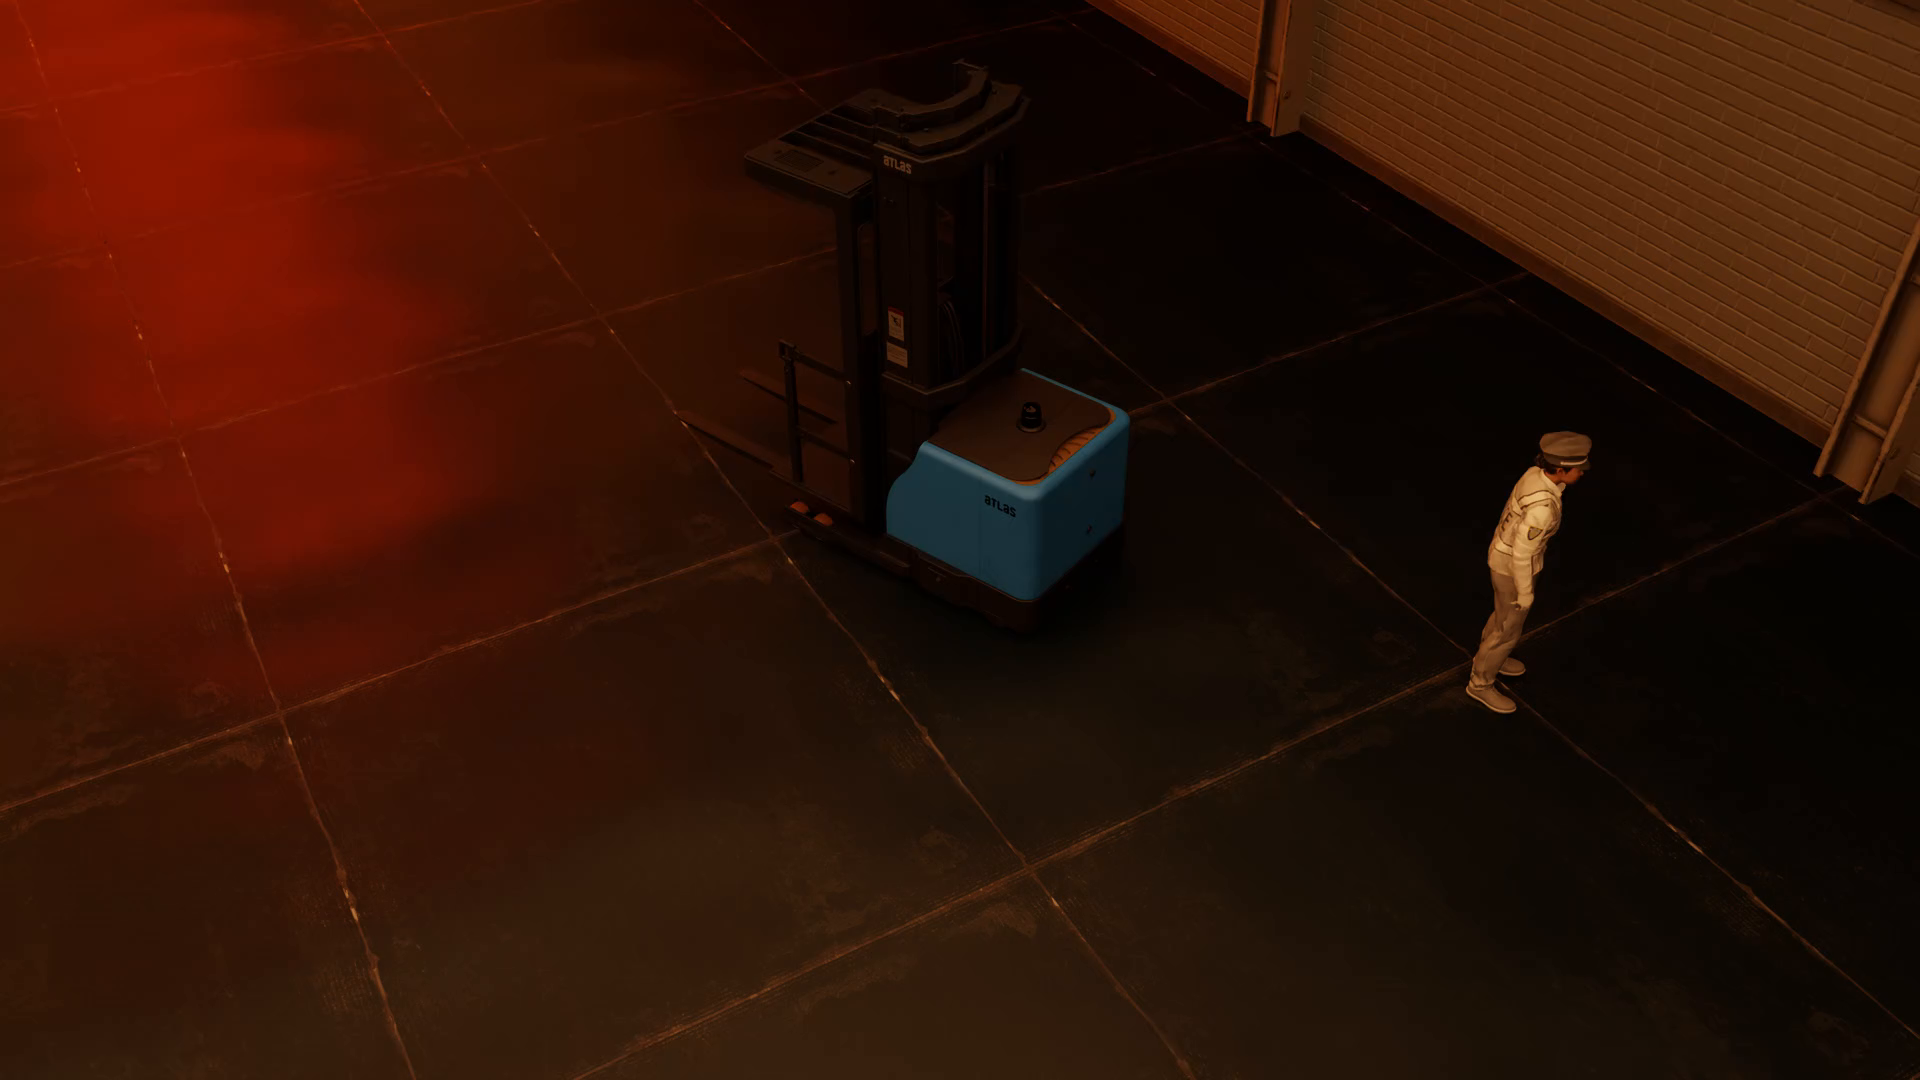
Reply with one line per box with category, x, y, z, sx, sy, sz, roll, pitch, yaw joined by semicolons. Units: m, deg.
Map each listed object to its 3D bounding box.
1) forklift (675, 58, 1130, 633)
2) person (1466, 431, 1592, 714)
forklift;-0.481;-1.366;9.683;3.031;2.935;1.130;26;46;28
person;2.998;0.138;8.862;0.369;1.667;0.547;14;42;16
